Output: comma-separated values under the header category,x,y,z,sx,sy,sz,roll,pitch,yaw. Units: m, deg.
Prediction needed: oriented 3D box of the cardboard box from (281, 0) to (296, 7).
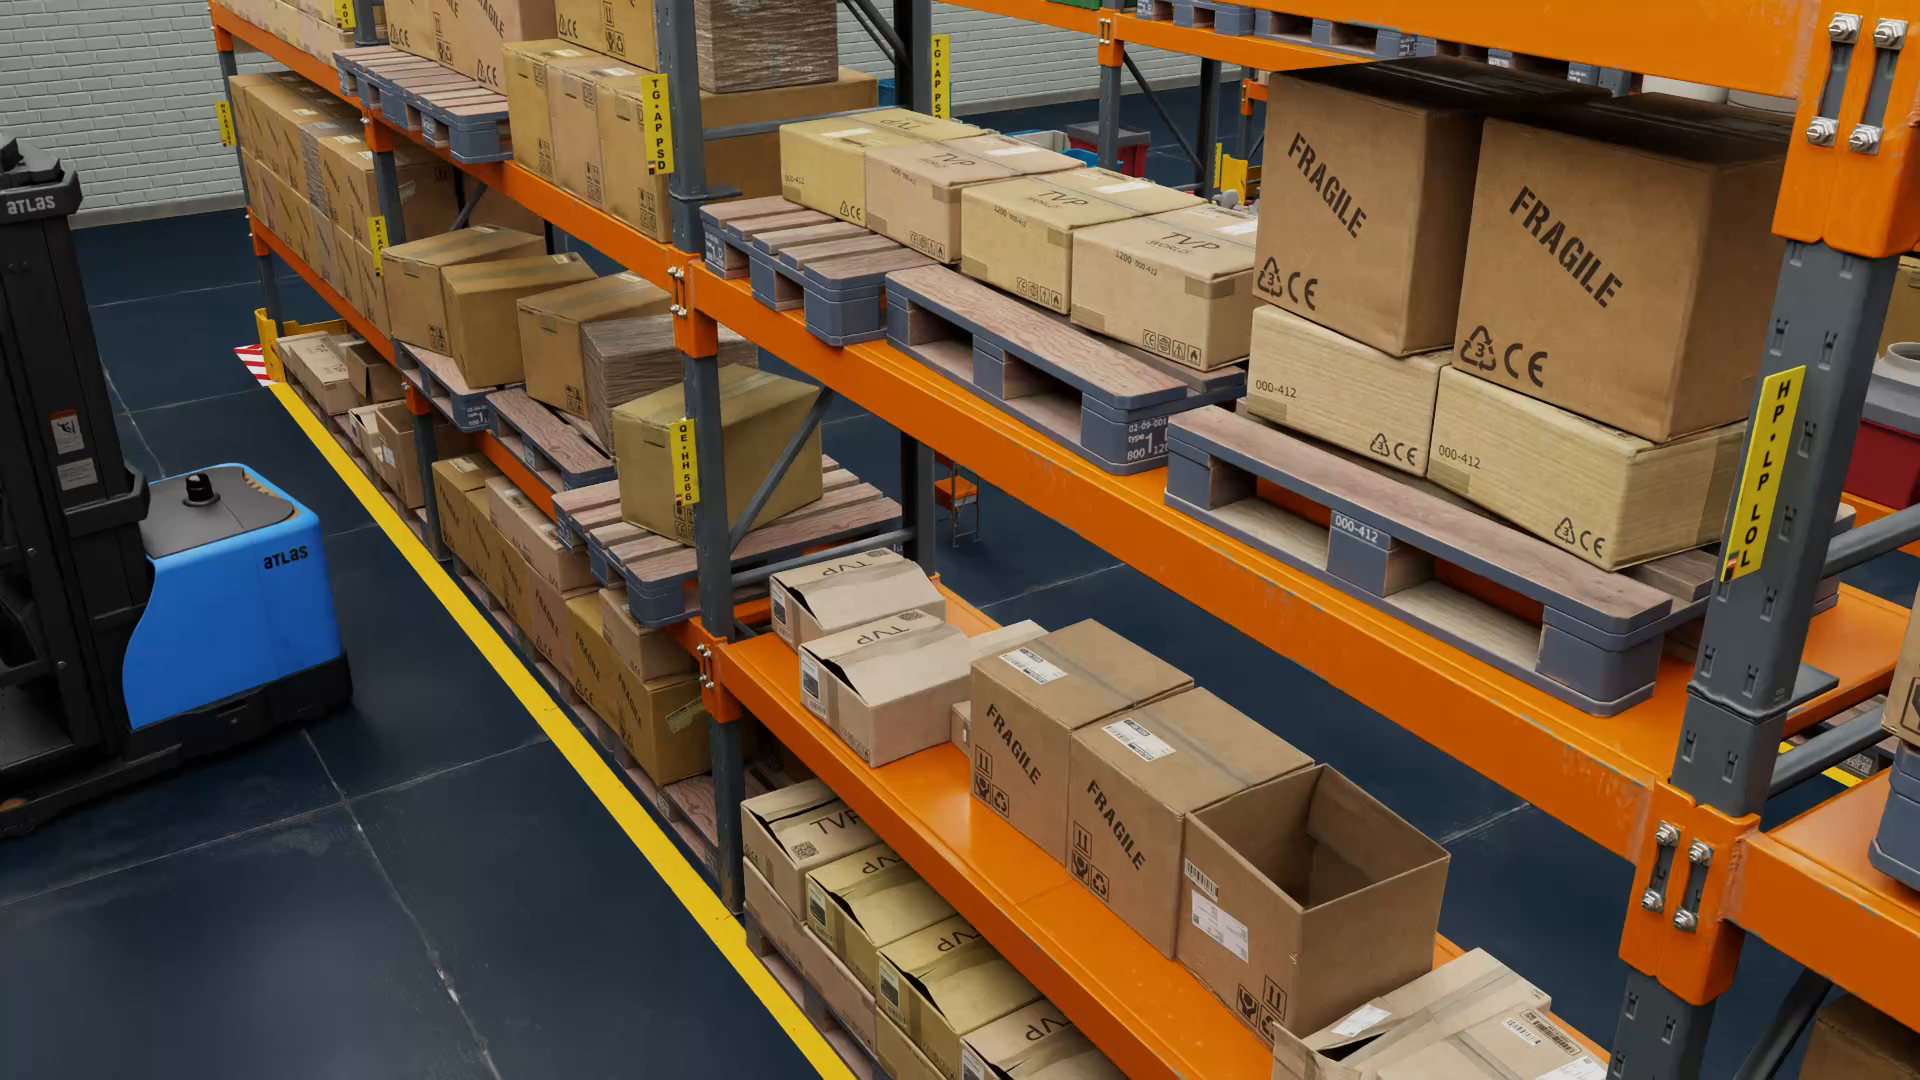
category,x,y,z,sx,sy,sz,roll,pitch,yaw
cardboard box,-3.769,-3.337,9.882,0.500,0.250,0.500,-16,29,-30

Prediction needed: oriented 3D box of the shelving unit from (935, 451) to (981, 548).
category,x,y,z,sx,sy,sz,roll,pitch,yaw
shelving unit,-0.029,-0.494,10.066,0.215,1.050,0.252,-16,29,-30

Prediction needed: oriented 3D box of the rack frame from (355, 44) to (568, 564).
category,x,y,z,sx,sy,sz,roll,pitch,yaw
rack frame,-2.735,-1.353,9.602,1.000,3.000,0.127,-16,29,-30

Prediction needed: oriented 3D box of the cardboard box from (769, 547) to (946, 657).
category,x,y,z,sx,sy,sz,roll,pitch,yaw
cardboard box,-0.389,0.258,6.293,0.500,0.311,0.500,-14,28,-26

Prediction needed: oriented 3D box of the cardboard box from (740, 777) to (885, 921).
category,x,y,z,sx,sy,sz,roll,pitch,yaw
cardboard box,-0.511,1.133,6.407,0.500,0.311,0.500,-14,29,-28

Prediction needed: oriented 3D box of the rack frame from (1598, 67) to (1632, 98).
category,x,y,z,sx,sy,sz,roll,pitch,yaw
rack frame,3.601,-1.075,9.014,1.000,3.000,0.127,-16,29,-30

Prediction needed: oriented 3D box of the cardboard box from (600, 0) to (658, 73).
category,x,y,z,sx,sy,sz,roll,pitch,yaw
cardboard box,-1.063,-2.116,6.416,0.500,0.500,0.500,-16,29,-30

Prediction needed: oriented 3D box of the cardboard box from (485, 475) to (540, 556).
category,x,y,z,sx,sy,sz,roll,pitch,yaw
cardboard box,-2.129,-0.173,8.637,0.500,0.250,0.500,-15,29,-29

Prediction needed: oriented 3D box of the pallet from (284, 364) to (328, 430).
category,x,y,z,sx,sy,sz,roll,pitch,yaw
pallet,-4.441,-1.210,12.567,1.003,0.211,1.213,-16,29,-30

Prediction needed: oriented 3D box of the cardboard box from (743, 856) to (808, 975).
category,x,y,z,sx,sy,sz,roll,pitch,yaw
cardboard box,-0.511,1.387,6.527,0.500,0.250,0.500,-16,29,-30

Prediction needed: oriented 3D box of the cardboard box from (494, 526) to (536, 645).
category,x,y,z,sx,sy,sz,roll,pitch,yaw
cardboard box,-2.108,0.177,8.774,0.500,0.500,0.500,-15,29,-29

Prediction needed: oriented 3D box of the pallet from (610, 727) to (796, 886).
category,x,y,z,sx,sy,sz,roll,pitch,yaw
pallet,-0.927,1.063,7.751,1.003,0.211,1.213,-16,29,-30

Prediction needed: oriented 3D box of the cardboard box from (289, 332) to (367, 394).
category,x,y,z,sx,sy,sz,roll,pitch,yaw
cardboard box,-4.586,-1.300,12.195,0.500,0.250,0.500,-16,29,-30

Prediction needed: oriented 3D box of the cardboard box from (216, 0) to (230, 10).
category,x,y,z,sx,sy,sz,roll,pitch,yaw
cardboard box,-4.851,-3.829,11.510,0.500,0.250,0.500,-16,29,-30

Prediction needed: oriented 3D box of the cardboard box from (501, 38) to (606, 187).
category,x,y,z,sx,sy,sz,roll,pitch,yaw
cardboard box,-1.380,-1.841,7.004,0.910,0.500,0.500,-16,29,-30

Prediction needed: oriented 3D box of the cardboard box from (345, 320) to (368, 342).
category,x,y,z,sx,sy,sz,roll,pitch,yaw
cardboard box,-4.415,-1.715,12.782,0.500,0.500,0.500,-16,29,-30

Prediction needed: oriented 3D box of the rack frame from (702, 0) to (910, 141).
category,x,y,z,sx,sy,sz,roll,pitch,yaw
rack frame,-0.554,-2.634,5.289,0.949,2.616,0.053,-16,29,-30

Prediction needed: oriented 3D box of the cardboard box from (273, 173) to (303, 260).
category,x,y,z,sx,sy,sz,roll,pitch,yaw
cardboard box,-4.340,-2.245,11.375,0.500,0.500,0.500,-16,29,-30

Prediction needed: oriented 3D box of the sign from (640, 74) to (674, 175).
category,x,y,z,sx,sy,sz,roll,pitch,yaw
sign,-1.007,-1.387,5.555,0.100,0.325,0.005,-16,29,-30

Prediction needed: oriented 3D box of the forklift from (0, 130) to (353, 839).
category,x,y,z,sx,sy,sz,roll,pitch,yaw
forklift,-4.496,-0.195,7.229,3.031,2.935,1.130,-22,33,-38

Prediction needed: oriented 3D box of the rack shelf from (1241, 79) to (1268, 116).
category,x,y,z,sx,sy,sz,roll,pitch,yaw
rack shelf,4.475,-4.050,16.159,1.077,0.370,4.000,-16,29,-30

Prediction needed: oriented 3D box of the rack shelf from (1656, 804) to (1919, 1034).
category,x,y,z,sx,sy,sz,roll,pitch,yaw
rack shelf,2.724,1.193,1.539,1.077,0.370,4.000,-16,29,-30

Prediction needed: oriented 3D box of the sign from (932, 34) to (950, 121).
category,x,y,z,sx,sy,sz,roll,pitch,yaw
sign,-0.082,-1.675,6.072,0.100,0.325,0.005,-16,29,-30

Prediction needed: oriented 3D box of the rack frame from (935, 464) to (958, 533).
category,x,y,z,sx,sy,sz,roll,pitch,yaw
rack frame,-0.096,-0.538,10.159,0.200,1.050,0.008,-16,29,-30

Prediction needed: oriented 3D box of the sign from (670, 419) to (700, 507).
category,x,y,z,sx,sy,sz,roll,pitch,yaw
sign,-1.001,-0.280,6.066,0.100,0.325,0.005,-16,29,-30

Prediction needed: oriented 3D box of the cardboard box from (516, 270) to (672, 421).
category,x,y,z,sx,sy,sz,roll,pitch,yaw
cardboard box,-1.719,-0.971,8.183,0.500,0.500,0.700,21,33,37

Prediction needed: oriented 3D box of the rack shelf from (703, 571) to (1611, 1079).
category,x,y,z,sx,sy,sz,roll,pitch,yaw
rack shelf,0.541,1.118,5.210,1.077,0.370,4.000,-16,29,-30

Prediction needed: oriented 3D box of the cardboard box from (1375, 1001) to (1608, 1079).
category,x,y,z,sx,sy,sz,roll,pitch,yaw
cardboard box,1.327,1.410,3.924,0.500,0.250,0.500,-14,28,-26

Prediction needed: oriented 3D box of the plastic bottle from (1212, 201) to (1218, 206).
category,x,y,z,sx,sy,sz,roll,pitch,yaw
plastic bottle,1.809,-2.315,11.872,0.097,0.201,0.097,0,25,0

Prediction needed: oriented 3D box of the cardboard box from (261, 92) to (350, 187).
category,x,y,z,sx,sy,sz,roll,pitch,yaw
cardboard box,-4.336,-2.696,11.158,0.500,0.500,0.500,-15,29,-29

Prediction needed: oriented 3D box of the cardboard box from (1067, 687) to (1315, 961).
category,x,y,z,sx,sy,sz,roll,pitch,yaw
cardboard box,0.666,0.817,4.888,0.500,0.500,0.500,-15,29,-29

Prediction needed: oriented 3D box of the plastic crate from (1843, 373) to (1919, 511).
category,x,y,z,sx,sy,sz,roll,pitch,yaw
plastic crate,4.227,-0.455,7.625,0.402,0.464,0.583,-16,29,-30

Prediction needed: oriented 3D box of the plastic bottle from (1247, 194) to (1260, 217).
category,x,y,z,sx,sy,sz,roll,pitch,yaw
plastic bottle,2.072,-2.198,11.449,0.144,0.351,0.185,-16,29,-30

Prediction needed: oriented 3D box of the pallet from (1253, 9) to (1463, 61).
category,x,y,z,sx,sy,sz,roll,pitch,yaw
pallet,2.549,-3.114,10.041,1.003,0.211,1.213,-16,29,-30

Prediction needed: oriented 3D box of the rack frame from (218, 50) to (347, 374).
category,x,y,z,sx,sy,sz,roll,pitch,yaw
rack frame,-4.919,-2.784,12.633,1.000,3.000,0.127,-16,29,-30

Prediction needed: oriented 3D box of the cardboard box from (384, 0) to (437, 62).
category,x,y,z,sx,sy,sz,roll,pitch,yaw
cardboard box,-2.522,-2.792,8.412,0.600,0.600,0.600,-19,31,-34

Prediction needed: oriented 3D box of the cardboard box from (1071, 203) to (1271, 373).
category,x,y,z,sx,sy,sz,roll,pitch,yaw
cardboard box,0.640,-0.668,4.322,0.500,0.250,0.500,-18,31,-34

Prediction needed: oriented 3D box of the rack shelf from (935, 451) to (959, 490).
category,x,y,z,sx,sy,sz,roll,pitch,yaw
rack shelf,-0.029,-0.484,10.071,0.215,0.259,0.240,-16,29,-30

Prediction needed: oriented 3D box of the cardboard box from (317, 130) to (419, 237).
category,x,y,z,sx,sy,sz,roll,pitch,yaw
cardboard box,-3.510,-2.153,10.010,0.500,0.500,0.500,-16,30,-31

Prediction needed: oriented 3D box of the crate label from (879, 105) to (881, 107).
category,x,y,z,sx,sy,sz,roll,pitch,yaw
crate label,-0.907,-3.723,14.749,0.416,0.233,0.303,-16,29,-30

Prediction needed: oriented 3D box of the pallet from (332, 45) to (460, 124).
category,x,y,z,sx,sy,sz,roll,pitch,yaw
pallet,-2.438,-2.375,8.473,1.213,0.211,1.003,-16,29,-30

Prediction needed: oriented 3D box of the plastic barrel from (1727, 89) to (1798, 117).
category,x,y,z,sx,sy,sz,roll,pitch,yaw
plastic barrel,3.867,-2.314,7.537,0.600,0.901,0.600,0,25,0

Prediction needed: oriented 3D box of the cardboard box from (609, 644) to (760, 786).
category,x,y,z,sx,sy,sz,roll,pitch,yaw
cardboard box,-1.259,0.729,7.604,0.500,0.500,0.500,-14,29,-28

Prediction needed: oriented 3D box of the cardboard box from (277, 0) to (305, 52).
category,x,y,z,sx,sy,sz,roll,pitch,yaw
cardboard box,-3.767,-3.112,9.990,0.500,0.250,0.500,-16,29,-30

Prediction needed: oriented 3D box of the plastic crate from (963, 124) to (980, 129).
category,x,y,z,sx,sy,sz,roll,pitch,yaw
plastic crate,-0.023,-3.488,14.364,0.396,0.136,0.243,-16,29,-30

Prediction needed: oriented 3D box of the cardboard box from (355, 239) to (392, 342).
category,x,y,z,sx,sy,sz,roll,pitch,yaw
cardboard box,-3.223,-1.517,9.833,0.500,0.500,0.500,-15,29,-29

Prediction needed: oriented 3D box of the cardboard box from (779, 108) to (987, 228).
category,x,y,z,sx,sy,sz,roll,pitch,yaw
cardboard box,-0.256,-1.252,5.558,0.500,0.250,0.500,-18,31,-33

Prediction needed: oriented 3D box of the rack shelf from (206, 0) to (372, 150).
category,x,y,z,sx,sy,sz,roll,pitch,yaw
rack shelf,-3.827,-3.099,10.631,1.077,0.370,4.000,-16,29,-30

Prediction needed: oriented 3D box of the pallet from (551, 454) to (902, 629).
category,x,y,z,sx,sy,sz,roll,pitch,yaw
pallet,-0.980,-0.062,7.091,1.213,0.211,1.003,-16,29,-30

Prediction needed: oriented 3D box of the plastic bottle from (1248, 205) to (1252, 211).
category,x,y,z,sx,sy,sz,roll,pitch,yaw
plastic bottle,2.103,-2.254,11.655,0.152,0.276,0.135,-16,29,-30

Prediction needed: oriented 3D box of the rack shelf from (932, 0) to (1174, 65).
category,x,y,z,sx,sy,sz,roll,pitch,yaw
rack shelf,0.326,-4.252,13.073,1.077,0.370,4.000,-16,29,-30
